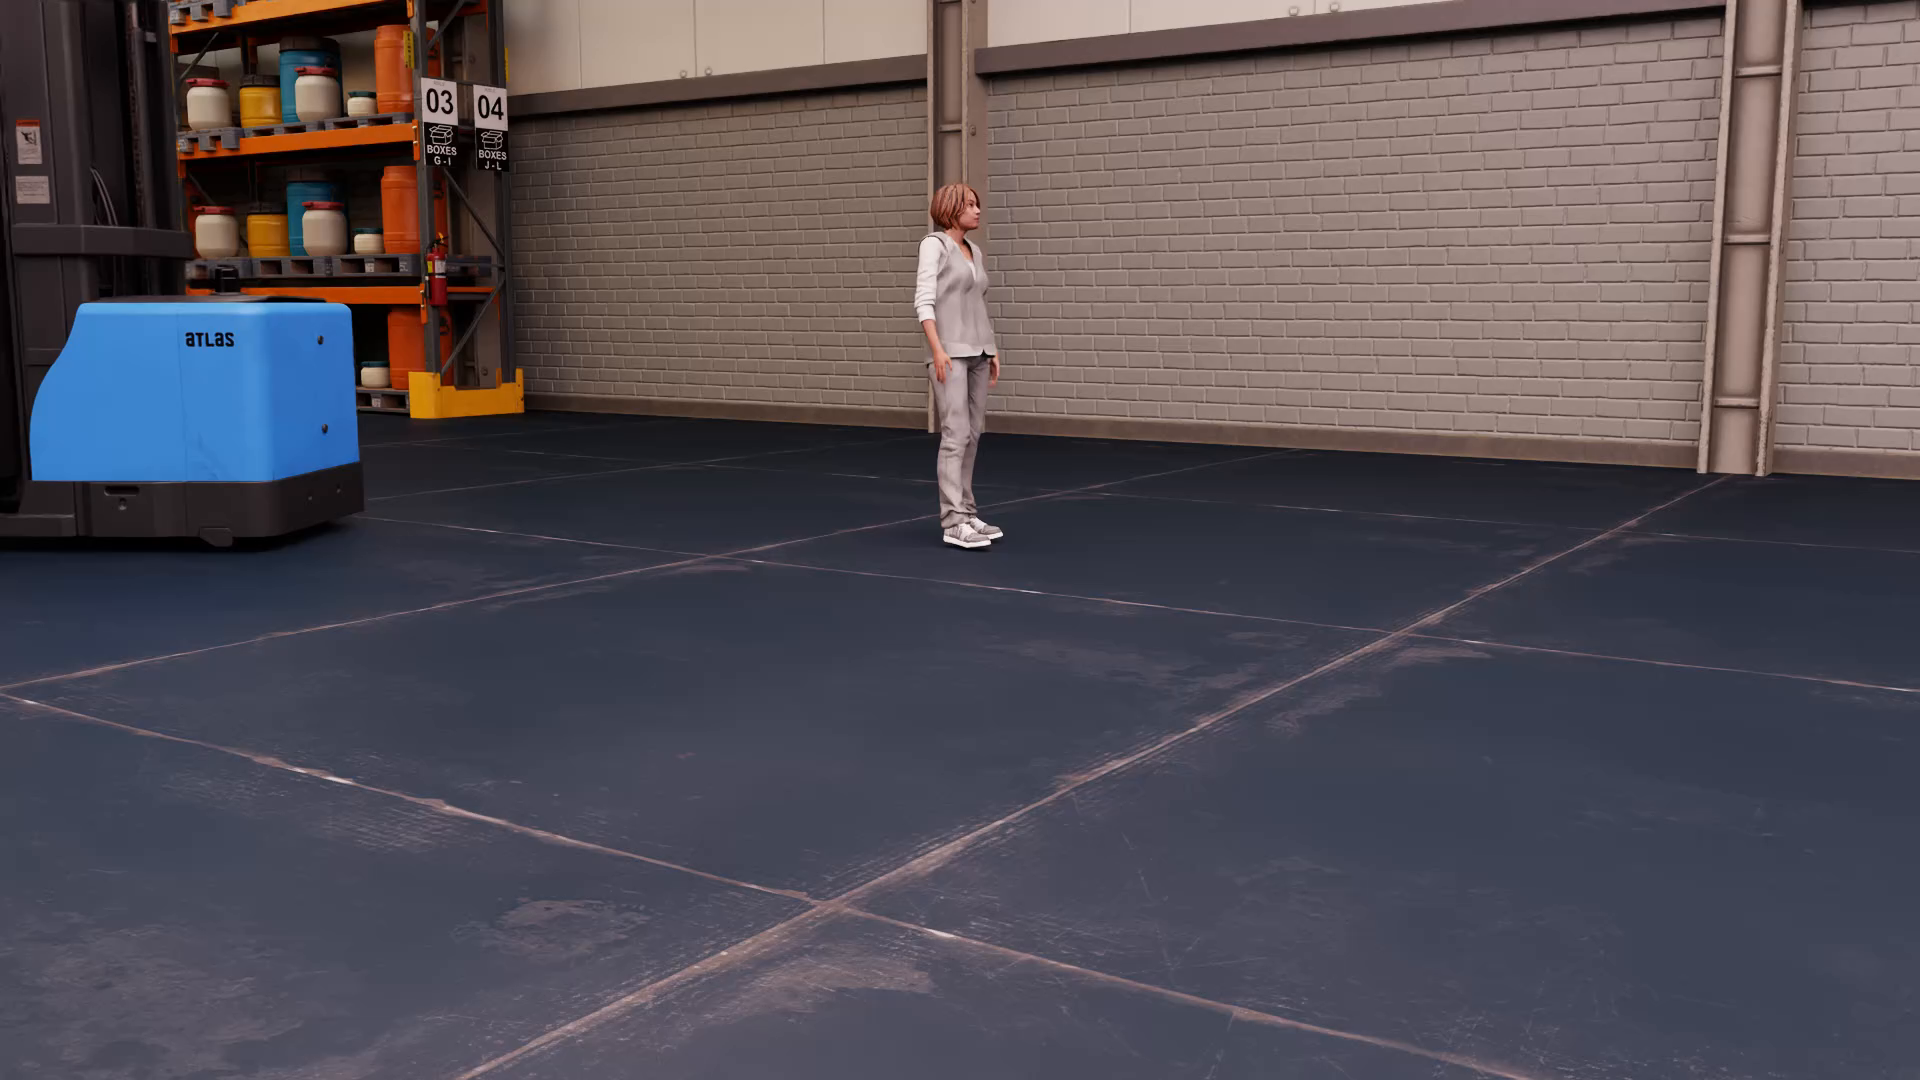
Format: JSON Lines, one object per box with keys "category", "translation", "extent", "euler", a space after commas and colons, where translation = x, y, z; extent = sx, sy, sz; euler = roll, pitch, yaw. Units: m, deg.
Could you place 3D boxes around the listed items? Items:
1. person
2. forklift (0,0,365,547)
{"category": "person", "translation": [0.054, -0.791, 7.437], "extent": [0.473, 1.599, 0.520], "euler": [5, 10, 34]}
{"category": "forklift", "translation": [-4.440, -1.475, 7.567], "extent": [3.031, 2.935, 1.130], "euler": [0, 8, 3]}
